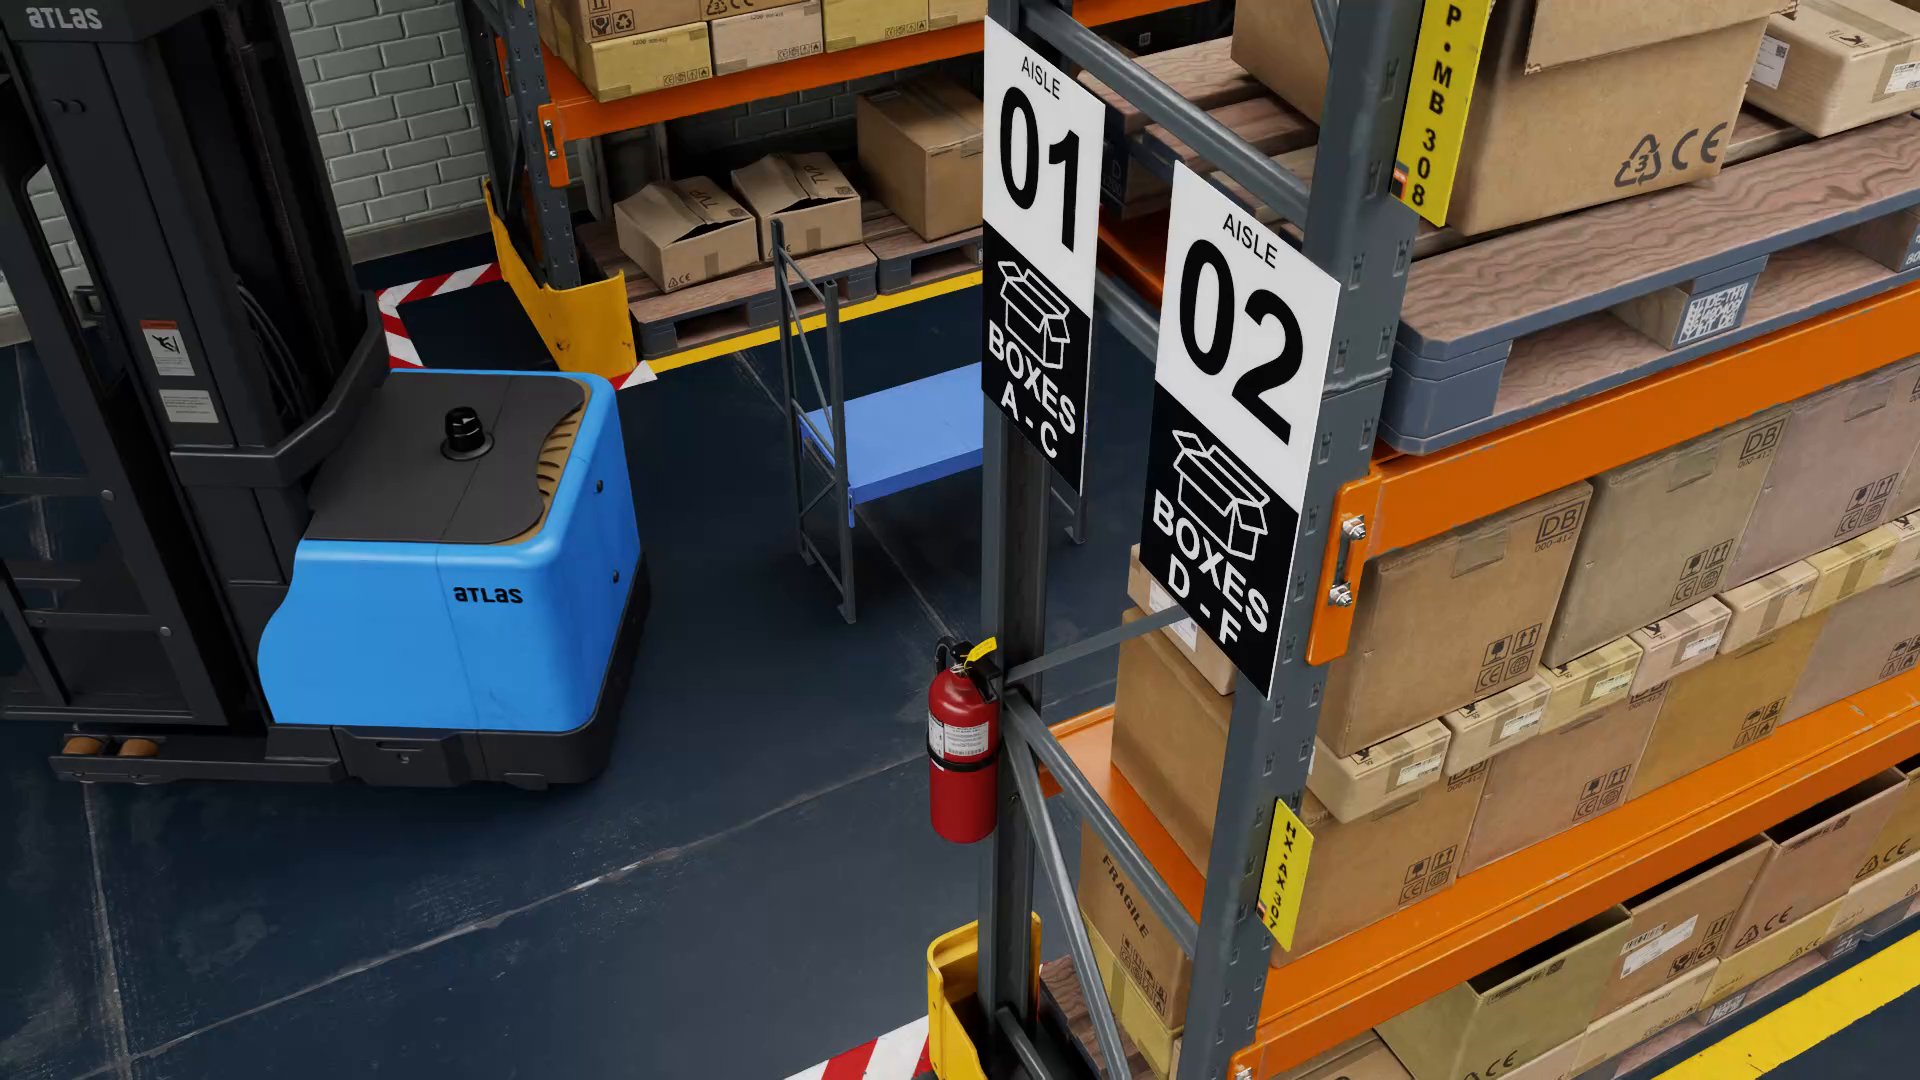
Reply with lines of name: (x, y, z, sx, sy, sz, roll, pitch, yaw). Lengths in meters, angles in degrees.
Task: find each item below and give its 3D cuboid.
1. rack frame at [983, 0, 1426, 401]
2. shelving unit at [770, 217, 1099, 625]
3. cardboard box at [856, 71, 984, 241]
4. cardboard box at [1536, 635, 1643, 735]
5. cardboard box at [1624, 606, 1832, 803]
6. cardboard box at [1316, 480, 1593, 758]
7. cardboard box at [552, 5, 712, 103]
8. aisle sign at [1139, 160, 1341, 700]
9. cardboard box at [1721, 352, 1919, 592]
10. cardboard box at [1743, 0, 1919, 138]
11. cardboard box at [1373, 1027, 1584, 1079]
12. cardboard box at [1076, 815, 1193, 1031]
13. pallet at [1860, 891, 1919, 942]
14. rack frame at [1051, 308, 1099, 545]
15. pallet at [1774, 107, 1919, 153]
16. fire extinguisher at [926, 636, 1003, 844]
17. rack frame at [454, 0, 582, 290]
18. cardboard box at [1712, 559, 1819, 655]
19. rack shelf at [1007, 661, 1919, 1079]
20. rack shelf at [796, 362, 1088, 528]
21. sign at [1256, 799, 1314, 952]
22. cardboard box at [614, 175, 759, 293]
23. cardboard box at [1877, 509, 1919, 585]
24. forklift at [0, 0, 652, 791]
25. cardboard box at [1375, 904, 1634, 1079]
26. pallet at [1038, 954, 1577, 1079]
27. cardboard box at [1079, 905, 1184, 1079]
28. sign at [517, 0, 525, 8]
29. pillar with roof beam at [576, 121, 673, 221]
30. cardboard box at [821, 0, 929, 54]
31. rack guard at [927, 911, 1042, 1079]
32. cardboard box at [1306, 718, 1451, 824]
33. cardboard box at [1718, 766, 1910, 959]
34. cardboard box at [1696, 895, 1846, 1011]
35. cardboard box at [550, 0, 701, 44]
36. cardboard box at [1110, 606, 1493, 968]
rack frame: (0.330, -1.644, 1.728, 0.127, 3.000, 1.000, -19, 44, -21)
shelving unit: (-0.076, -0.547, 6.235, 1.048, 1.500, 0.538, -19, 44, -21)
cardboard box: (-0.127, -1.921, 8.292, 0.500, 0.500, 0.700, -21, 45, -23)
cardboard box: (1.232, 0.212, 3.599, 0.250, 0.149, 0.380, -18, 44, -20)
cardboard box: (1.656, 0.171, 4.149, 0.500, 0.500, 0.700, -18, 44, -20)
cardboard box: (0.797, -0.036, 3.389, 0.500, 0.500, 0.700, -18, 44, -20)
cardboard box: (-1.382, -2.106, 7.017, 0.500, 0.250, 0.500, -20, 44, -22)
aisle sign: (0.413, -0.152, 2.595, 0.004, 0.787, 0.394, -19, 44, -21)
cardboard box: (1.707, -0.347, 3.756, 0.500, 0.500, 0.700, -18, 44, -20)
cardboard box: (1.455, -0.867, 2.893, 0.250, 0.149, 0.380, -19, 44, -21)
cardboard box: (1.350, 1.351, 4.636, 0.500, 0.250, 0.500, -19, 44, -21)
cardboard box: (0.668, 0.918, 4.567, 0.500, 0.500, 0.500, -19, 44, -21)
pallet: (3.153, 0.729, 5.725, 1.213, 0.211, 1.003, -19, 44, -21)
rack frame: (0.375, -0.699, 6.415, 0.032, 1.500, 0.500, -19, 44, -21)
pallet: (2.052, -1.029, 3.390, 1.213, 0.211, 1.003, -19, 44, -21)
fire extinguisher: (0.010, 0.444, 3.964, 0.183, 0.674, 0.296, -19, 44, -21)
rack frame: (-1.962, -2.192, 7.018, 0.127, 3.000, 1.000, -19, 44, -21)
cardboard box: (1.692, 0.057, 3.782, 0.250, 0.149, 0.380, -20, 44, -22)
rack shelf: (2.103, 0.323, 4.603, 4.000, 0.370, 1.077, -19, 44, -21)
rack shelf: (-0.076, -0.410, 6.352, 1.000, 0.185, 0.538, -19, 44, -21)
sign: (0.581, 0.605, 2.983, 0.005, 0.325, 0.100, -19, 44, -21)
cardboard box: (-1.307, -1.489, 7.928, 0.500, 0.311, 0.500, -24, 46, -25)
cardboard box: (2.141, -0.092, 3.958, 0.250, 0.149, 0.380, -18, 44, -20)
forklift: (-2.714, -0.613, 5.205, 3.031, 2.935, 1.130, 2, 40, 2)
cardboard box: (1.351, 1.065, 4.392, 0.500, 0.500, 0.500, -19, 44, -21)
pallet: (0.989, 1.457, 4.865, 1.213, 0.211, 1.003, -19, 44, -21)
cardboard box: (0.669, 1.205, 4.808, 0.500, 0.250, 0.500, -19, 44, -21)
sign: (-1.711, -2.212, 6.371, 0.005, 0.325, 0.100, -19, 44, -21)
pillar with roof beam: (0.248, -2.720, 2.998, 0.400, 9.000, 9.100, -19, 44, -21)
cardboard box: (-0.474, -2.418, 7.385, 0.500, 0.250, 0.500, -19, 44, -21)
rack guard: (0.308, 1.607, 4.465, 0.348, 0.500, 1.175, -19, 44, -21)
cardboard box: (0.777, 0.366, 3.417, 0.250, 0.149, 0.380, -19, 44, -21)
cardboard box: (2.240, 0.770, 4.742, 0.500, 0.500, 0.500, -19, 44, -21)
cardboard box: (2.239, 1.055, 4.985, 0.500, 0.250, 0.500, -19, 44, -21)
cardboard box: (-1.400, -2.399, 6.783, 0.500, 0.500, 0.500, -19, 44, -21)
cardboard box: (0.750, 0.475, 3.790, 0.500, 0.500, 0.700, -19, 44, -21)
